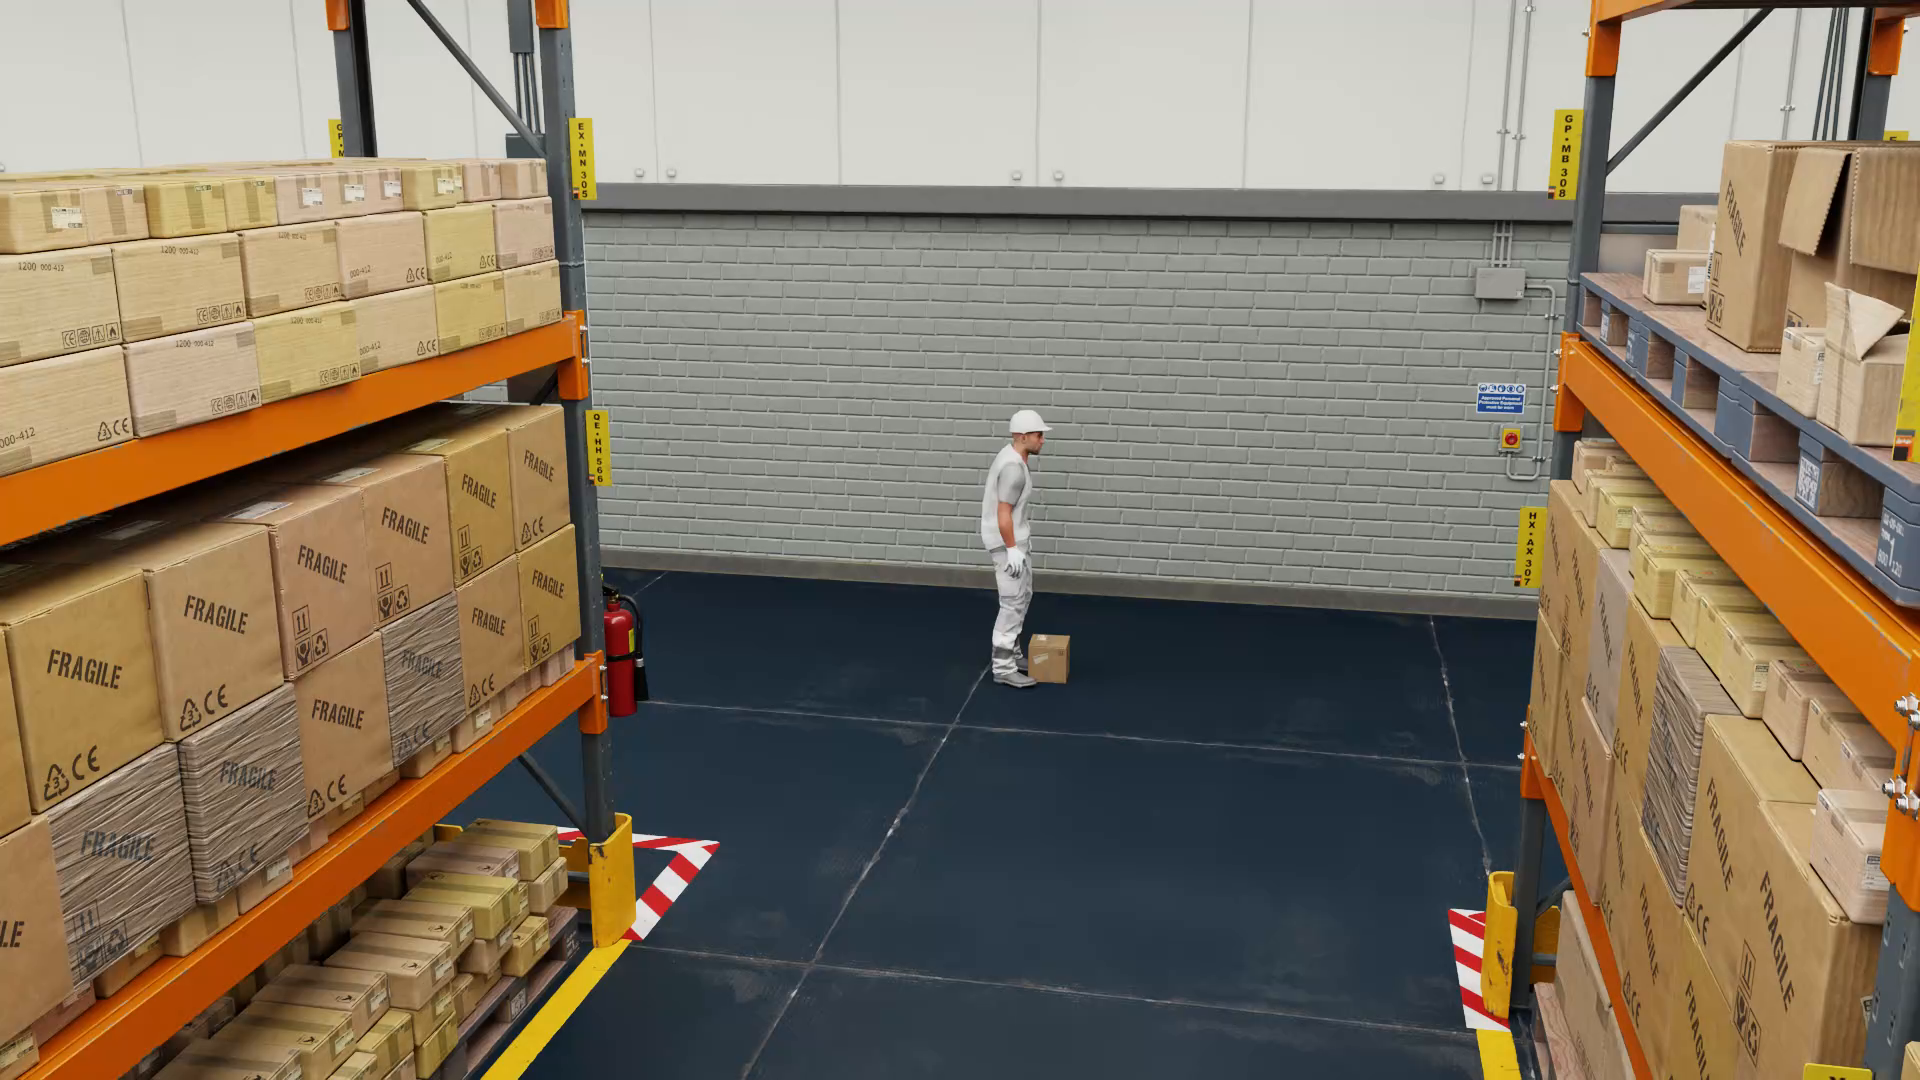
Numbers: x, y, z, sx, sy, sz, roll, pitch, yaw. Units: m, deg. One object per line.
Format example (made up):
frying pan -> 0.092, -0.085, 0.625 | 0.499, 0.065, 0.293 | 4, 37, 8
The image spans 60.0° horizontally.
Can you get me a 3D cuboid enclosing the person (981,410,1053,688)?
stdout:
person -> 0.367, 0.034, 10.849 | 0.453, 1.778, 0.616 | 2, 15, 8
